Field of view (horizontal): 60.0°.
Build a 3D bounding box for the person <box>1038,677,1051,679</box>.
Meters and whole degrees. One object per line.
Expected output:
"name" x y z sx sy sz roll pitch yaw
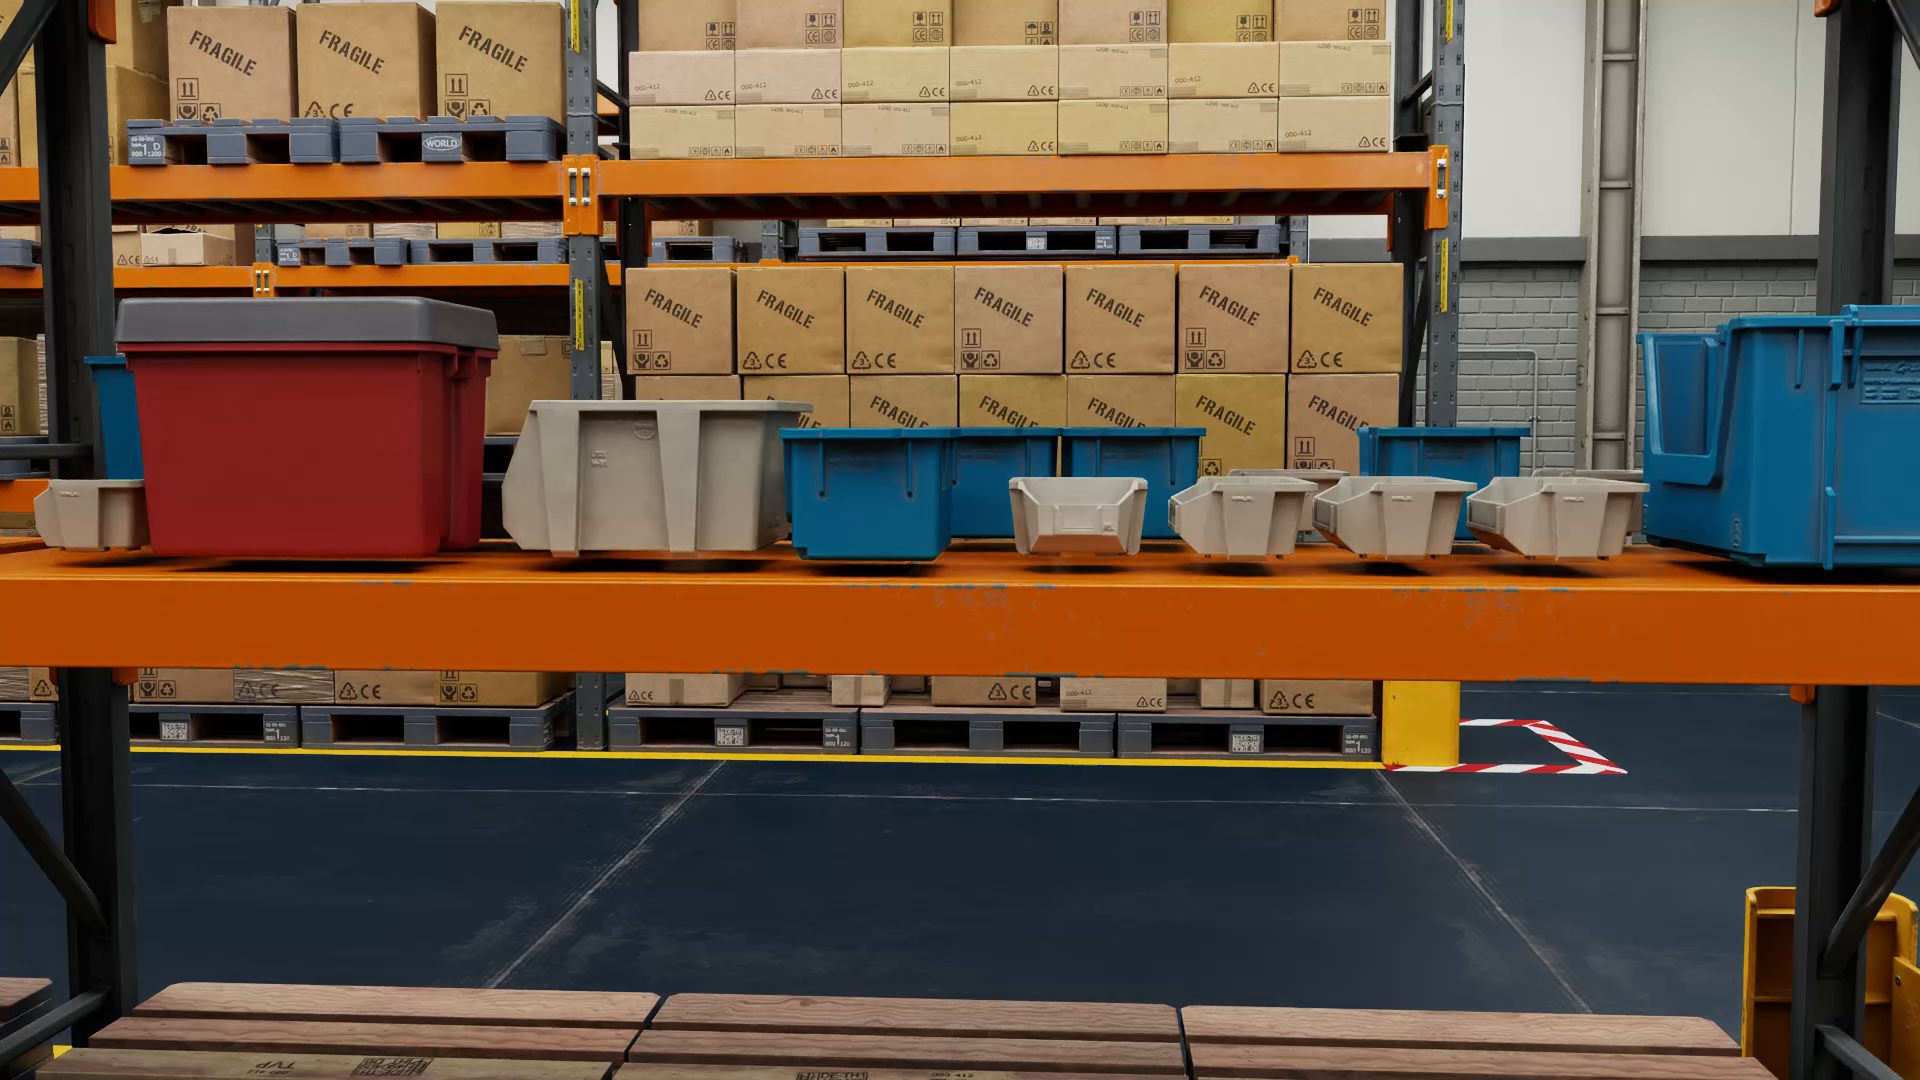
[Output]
"person" 0.725 -0.032 10.242 0.541 1.778 0.553 0 4 -2
